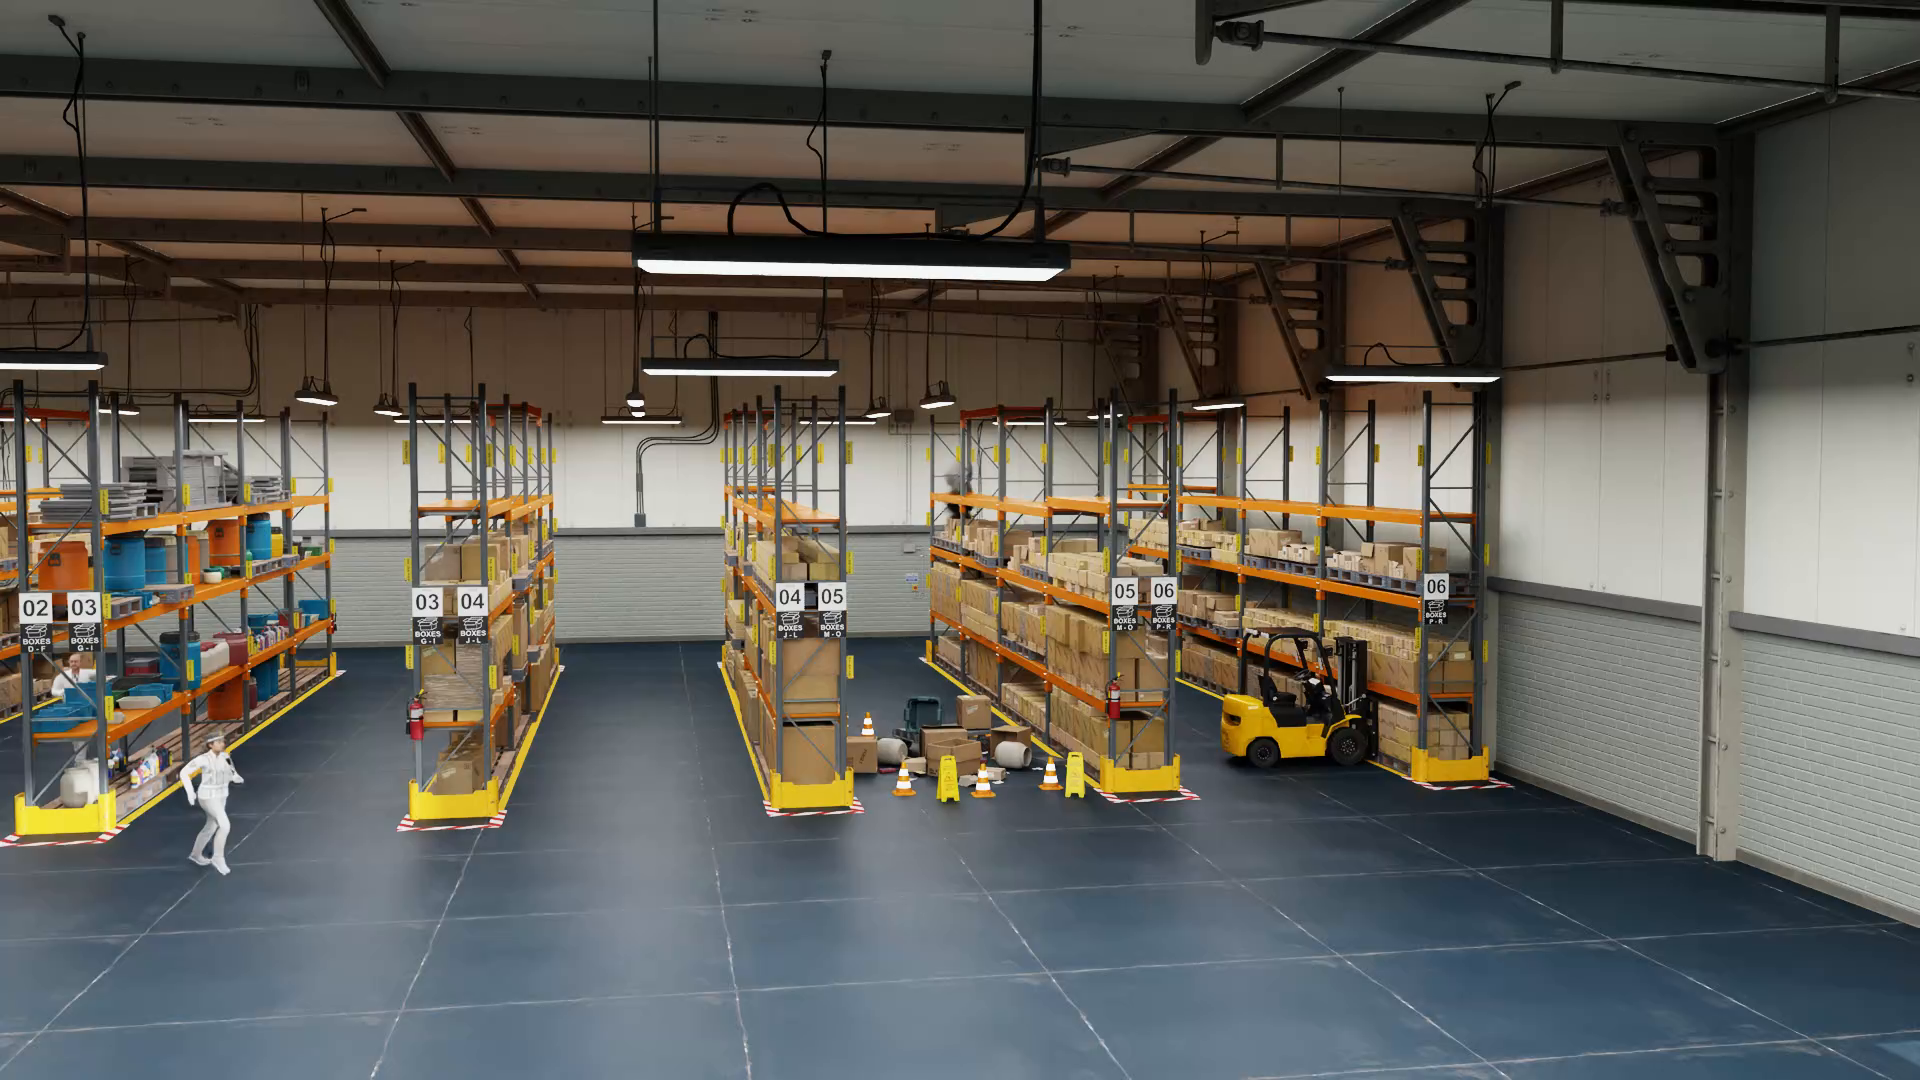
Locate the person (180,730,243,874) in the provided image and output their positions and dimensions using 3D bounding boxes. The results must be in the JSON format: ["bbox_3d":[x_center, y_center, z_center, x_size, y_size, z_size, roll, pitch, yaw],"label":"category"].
[{"bbox_3d":[-8.975,3.147,20.012,0.809,1.738,0.575,1,3,15],"label":"person"}]

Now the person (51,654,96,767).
[{"bbox_3d":[-14.163,2.735,26.668,0.686,1.808,0.997,-1,3,-14],"label":"person"}]
